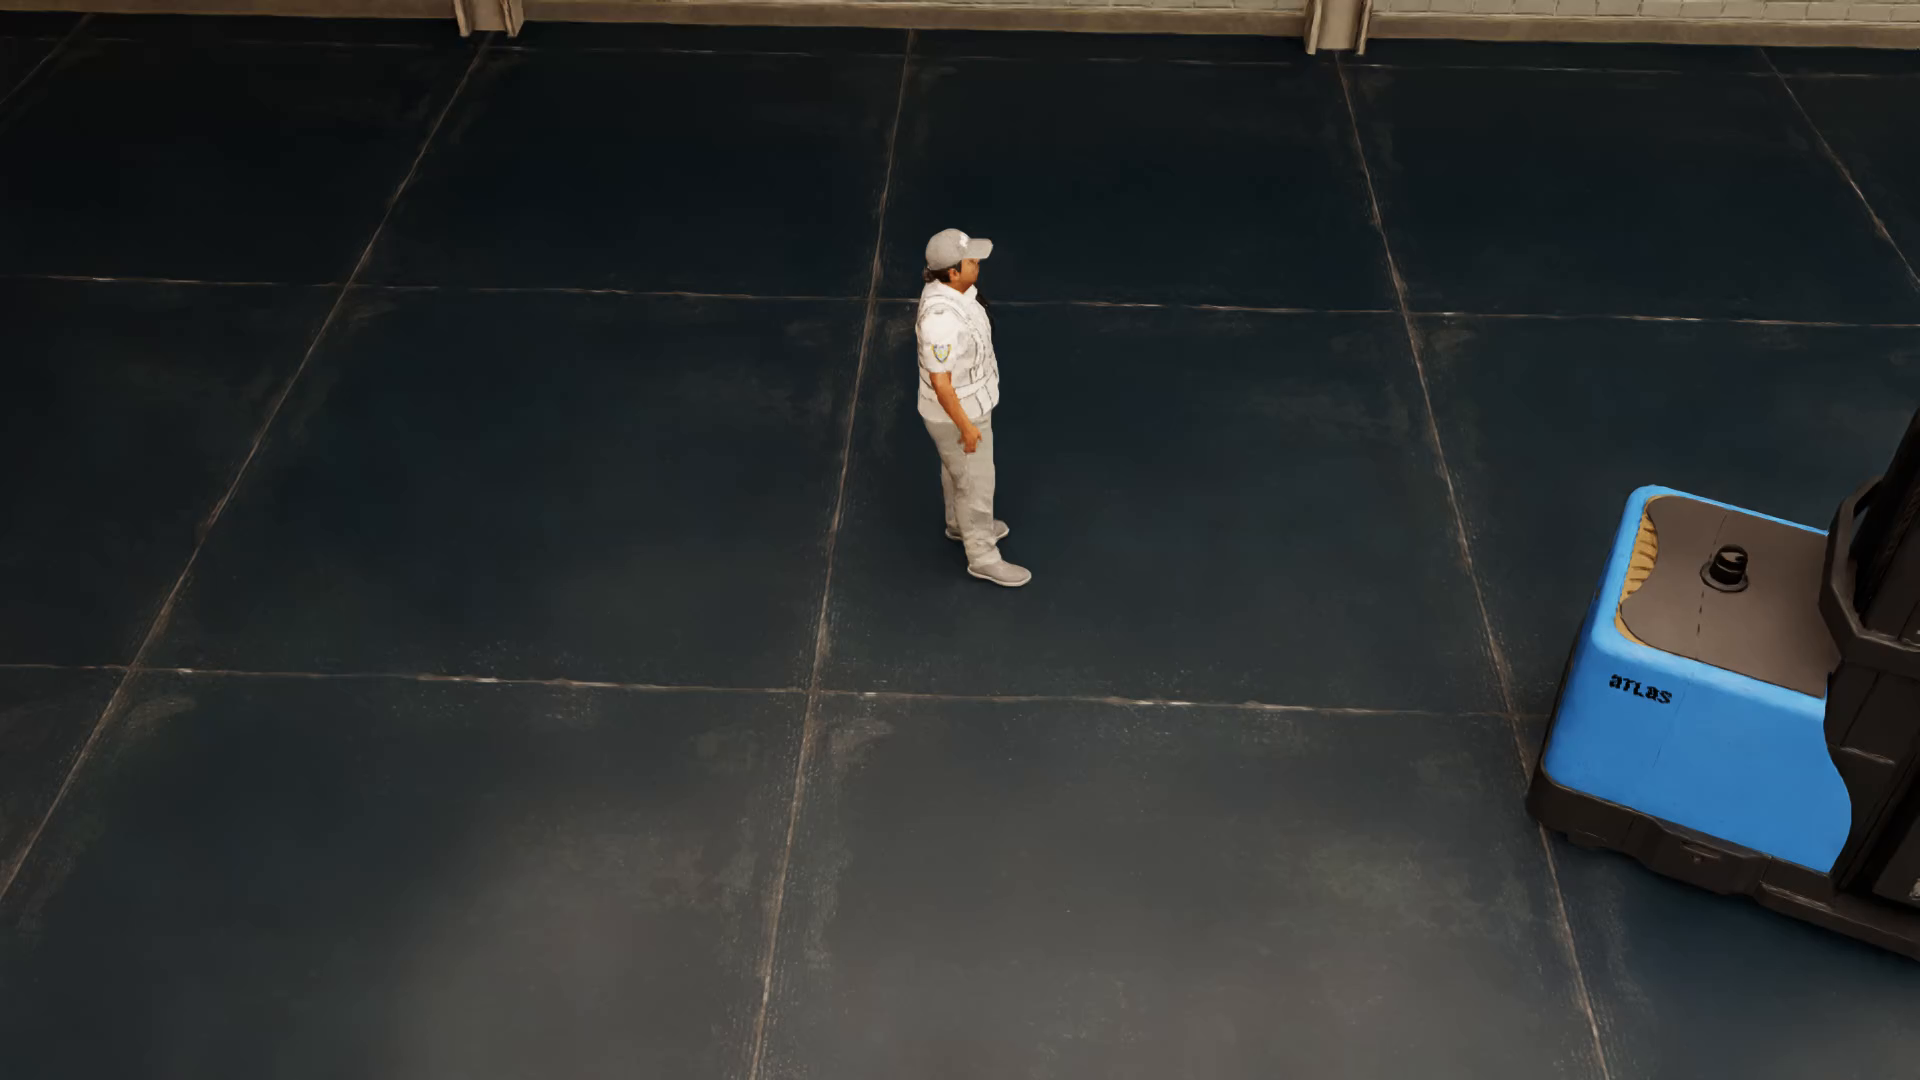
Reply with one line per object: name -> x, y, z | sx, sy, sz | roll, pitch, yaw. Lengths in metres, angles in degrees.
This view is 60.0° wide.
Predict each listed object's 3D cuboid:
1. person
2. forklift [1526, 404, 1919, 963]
person -> 0.075, -0.603, 7.330 | 0.529, 1.669, 0.598 | 2, 42, 2
forklift -> 3.820, 0.197, 5.527 | 3.031, 2.935, 1.130 | 18, 45, 19
